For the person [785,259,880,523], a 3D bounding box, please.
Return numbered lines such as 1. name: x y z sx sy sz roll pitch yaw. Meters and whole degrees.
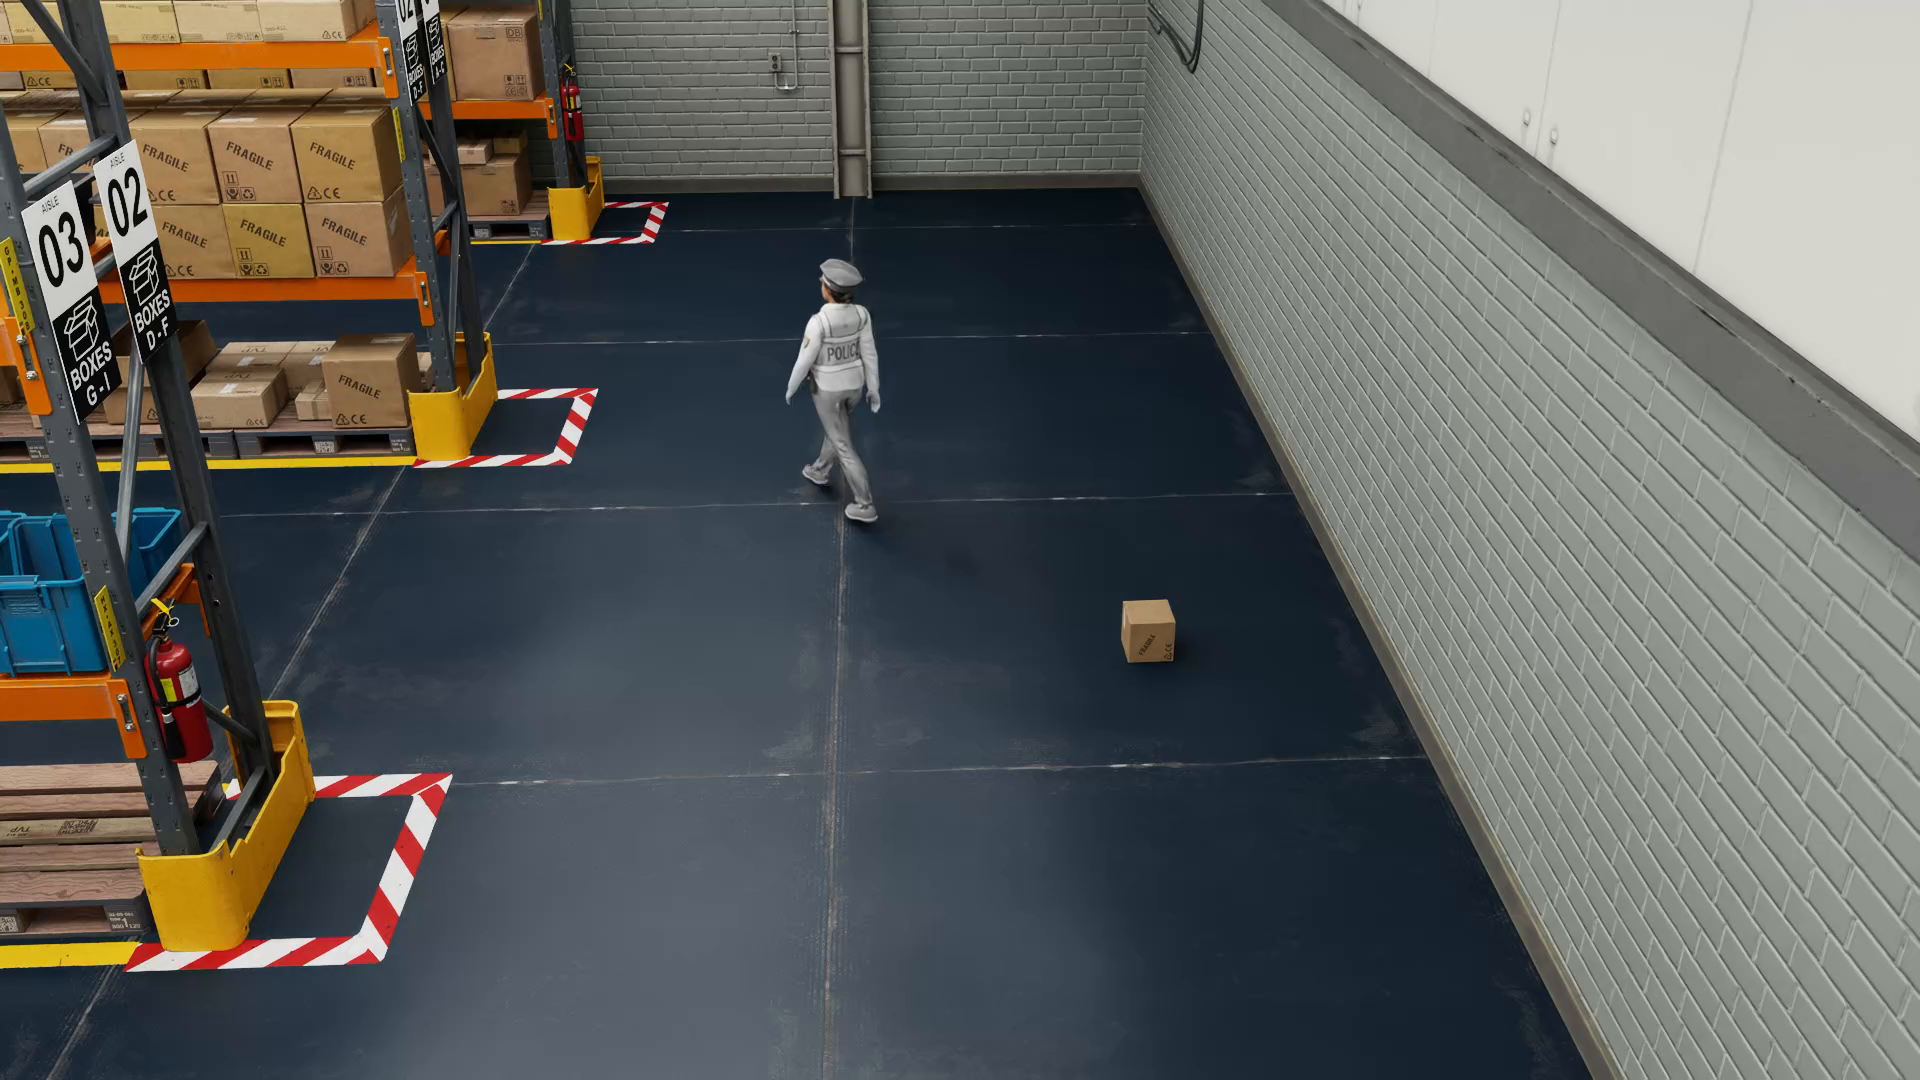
1. person: -0.835 -0.982 10.428 0.517 1.636 0.937 -22 35 -36
